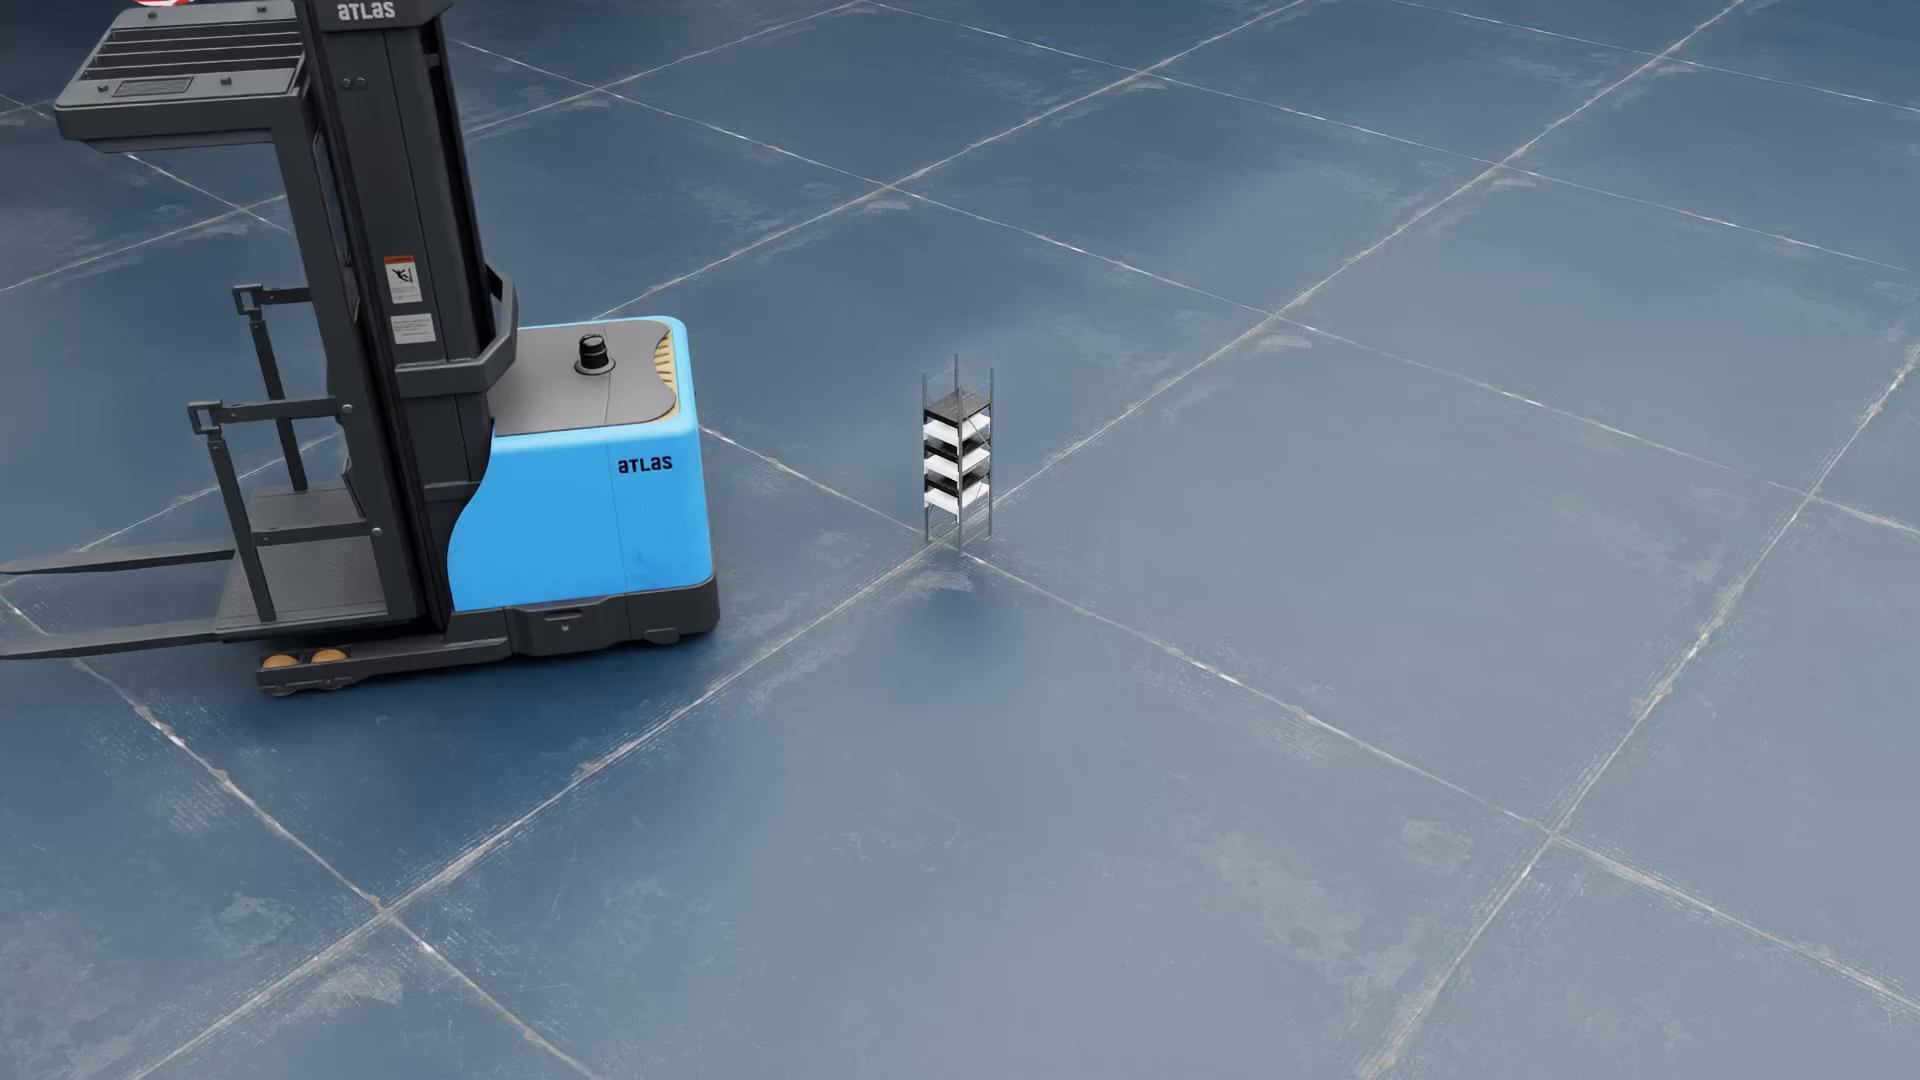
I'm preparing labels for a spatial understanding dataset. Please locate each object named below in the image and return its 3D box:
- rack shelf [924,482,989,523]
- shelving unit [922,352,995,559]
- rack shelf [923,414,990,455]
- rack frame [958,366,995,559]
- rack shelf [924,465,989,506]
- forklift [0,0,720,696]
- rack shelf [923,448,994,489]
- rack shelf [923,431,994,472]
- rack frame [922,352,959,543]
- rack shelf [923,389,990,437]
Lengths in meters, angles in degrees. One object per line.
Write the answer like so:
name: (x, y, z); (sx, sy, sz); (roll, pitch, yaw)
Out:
rack shelf: (-0.006, -0.198, 7.620); (0.200, 0.077, 0.258); (25, 42, 32)
shelving unit: (-0.006, -0.374, 7.500); (0.210, 0.900, 0.258); (25, 42, 32)
rack shelf: (-0.006, -0.495, 7.417); (0.200, 0.077, 0.258); (25, 42, 32)
rack frame: (0.072, -0.337, 7.446); (0.006, 0.900, 0.240); (25, 42, 32)
rack shelf: (-0.006, -0.272, 7.569); (0.200, 0.077, 0.258); (25, 42, 32)
forklift: (-2.598, -0.896, 6.465); (3.031, 2.935, 1.130); (-6, 35, -9)
rack shelf: (-0.006, -0.346, 7.518); (0.200, 0.077, 0.258); (25, 42, 32)
rack shelf: (-0.006, -0.421, 7.467); (0.200, 0.077, 0.258); (25, 42, 32)
rack frame: (-0.084, -0.411, 7.553); (0.006, 0.900, 0.240); (25, 42, 32)
rack shelf: (-0.006, -0.569, 7.366); (0.200, 0.077, 0.258); (25, 42, 32)
